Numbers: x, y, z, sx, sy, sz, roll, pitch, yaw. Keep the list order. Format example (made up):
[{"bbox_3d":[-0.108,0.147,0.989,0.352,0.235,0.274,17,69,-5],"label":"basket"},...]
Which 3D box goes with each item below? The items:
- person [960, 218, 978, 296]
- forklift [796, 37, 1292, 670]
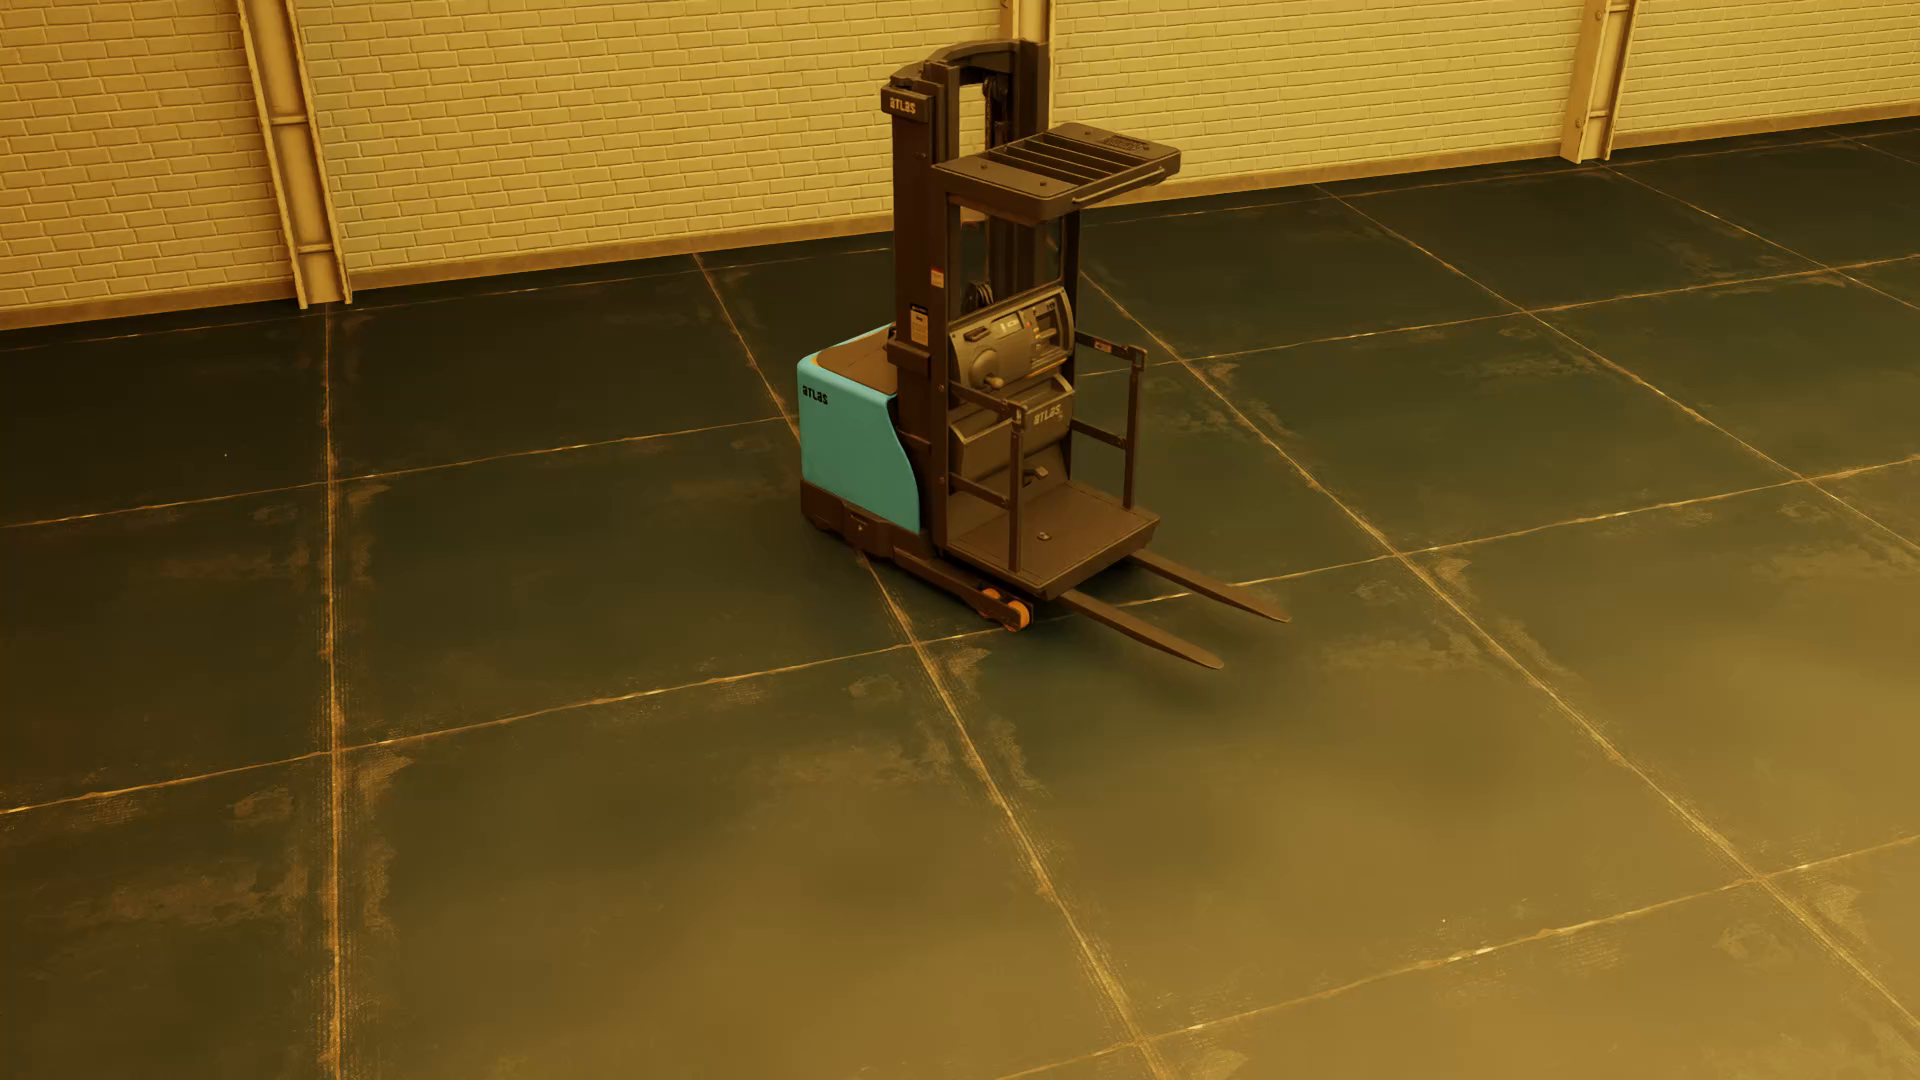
[{"bbox_3d":[-0.112,-2.058,12.079,0.808,1.561,0.757,-24,37,-35],"label":"person"},{"bbox_3d":[0.443,-1.061,8.931,3.031,2.935,1.130,25,38,37],"label":"forklift"}]
